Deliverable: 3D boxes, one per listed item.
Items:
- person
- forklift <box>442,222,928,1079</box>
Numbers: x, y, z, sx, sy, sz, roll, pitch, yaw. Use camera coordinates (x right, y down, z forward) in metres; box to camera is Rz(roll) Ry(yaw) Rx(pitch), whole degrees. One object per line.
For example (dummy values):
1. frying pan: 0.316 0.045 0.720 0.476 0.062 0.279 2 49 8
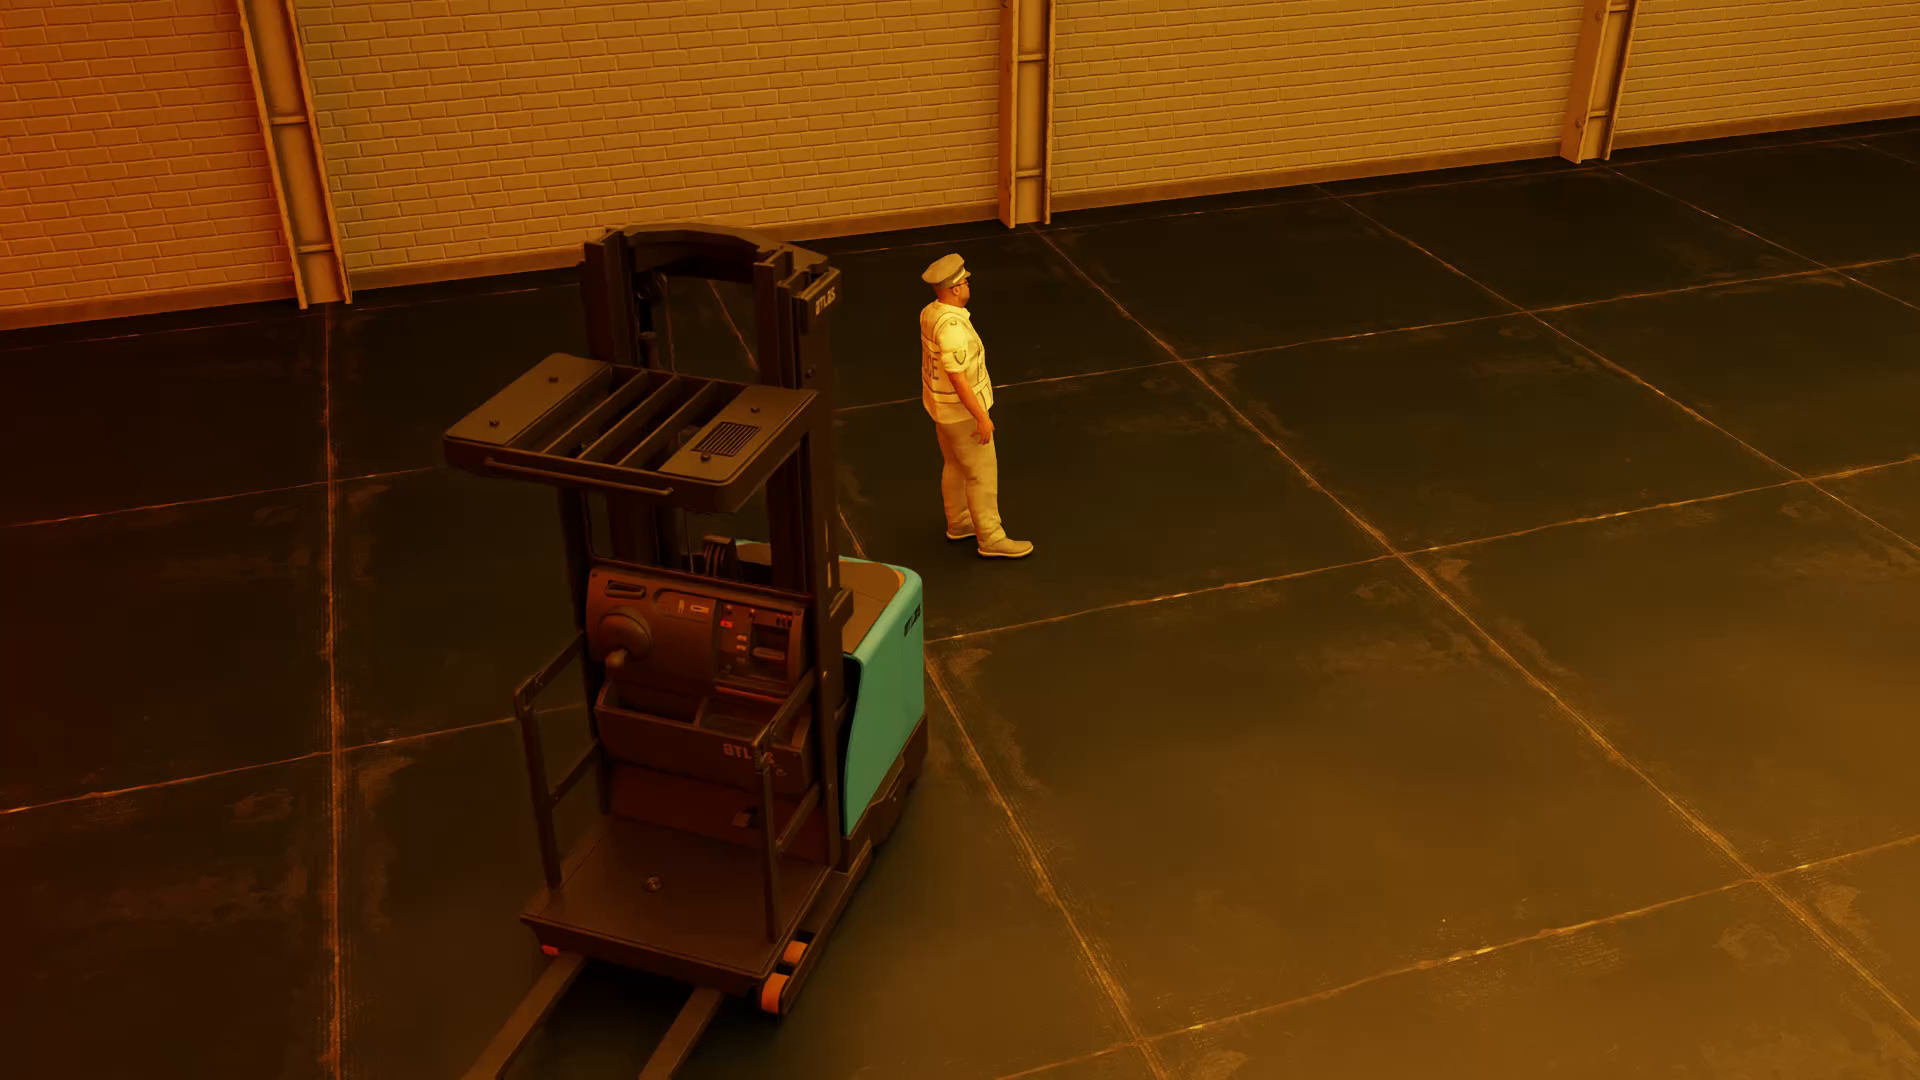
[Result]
1. person: 0.078 -0.785 9.590 0.574 1.777 0.641 -10 31 -16
2. forklift: -1.114 0.412 6.370 1.130 2.935 3.031 10 31 16
